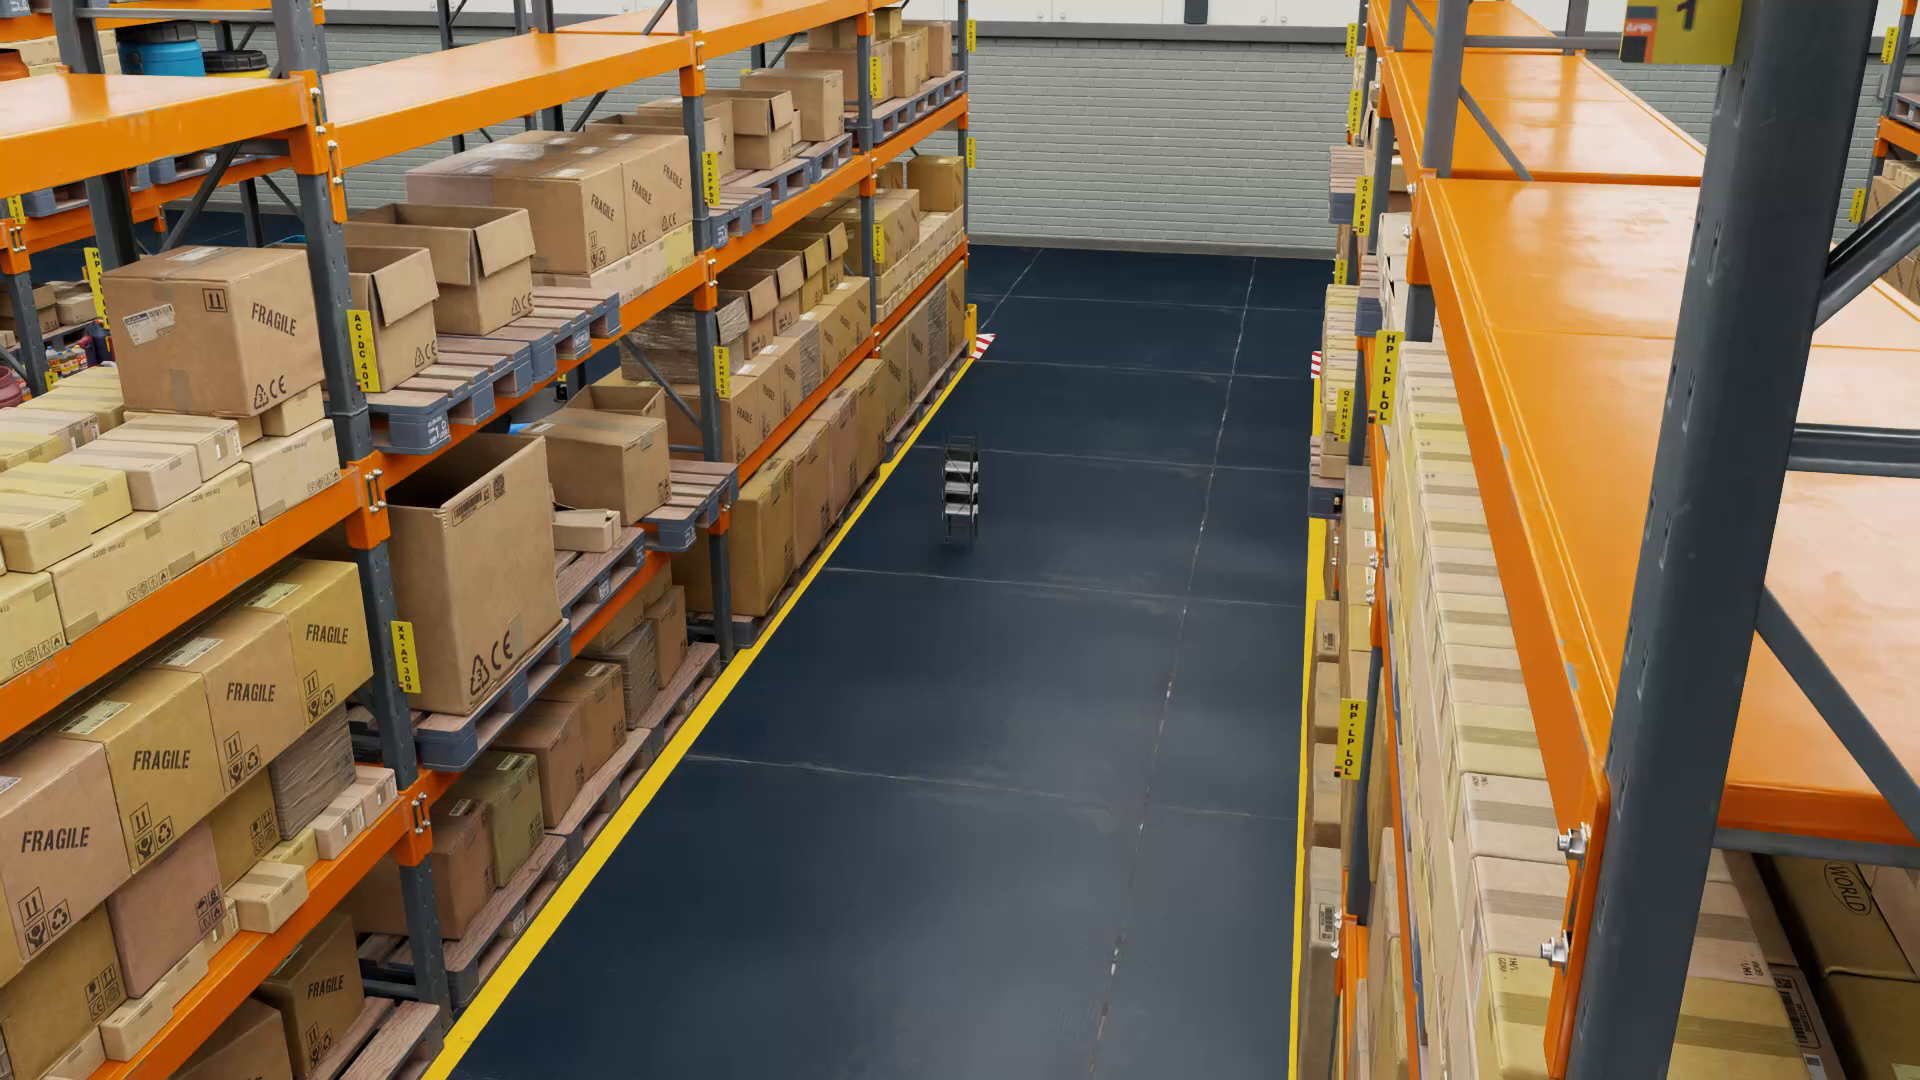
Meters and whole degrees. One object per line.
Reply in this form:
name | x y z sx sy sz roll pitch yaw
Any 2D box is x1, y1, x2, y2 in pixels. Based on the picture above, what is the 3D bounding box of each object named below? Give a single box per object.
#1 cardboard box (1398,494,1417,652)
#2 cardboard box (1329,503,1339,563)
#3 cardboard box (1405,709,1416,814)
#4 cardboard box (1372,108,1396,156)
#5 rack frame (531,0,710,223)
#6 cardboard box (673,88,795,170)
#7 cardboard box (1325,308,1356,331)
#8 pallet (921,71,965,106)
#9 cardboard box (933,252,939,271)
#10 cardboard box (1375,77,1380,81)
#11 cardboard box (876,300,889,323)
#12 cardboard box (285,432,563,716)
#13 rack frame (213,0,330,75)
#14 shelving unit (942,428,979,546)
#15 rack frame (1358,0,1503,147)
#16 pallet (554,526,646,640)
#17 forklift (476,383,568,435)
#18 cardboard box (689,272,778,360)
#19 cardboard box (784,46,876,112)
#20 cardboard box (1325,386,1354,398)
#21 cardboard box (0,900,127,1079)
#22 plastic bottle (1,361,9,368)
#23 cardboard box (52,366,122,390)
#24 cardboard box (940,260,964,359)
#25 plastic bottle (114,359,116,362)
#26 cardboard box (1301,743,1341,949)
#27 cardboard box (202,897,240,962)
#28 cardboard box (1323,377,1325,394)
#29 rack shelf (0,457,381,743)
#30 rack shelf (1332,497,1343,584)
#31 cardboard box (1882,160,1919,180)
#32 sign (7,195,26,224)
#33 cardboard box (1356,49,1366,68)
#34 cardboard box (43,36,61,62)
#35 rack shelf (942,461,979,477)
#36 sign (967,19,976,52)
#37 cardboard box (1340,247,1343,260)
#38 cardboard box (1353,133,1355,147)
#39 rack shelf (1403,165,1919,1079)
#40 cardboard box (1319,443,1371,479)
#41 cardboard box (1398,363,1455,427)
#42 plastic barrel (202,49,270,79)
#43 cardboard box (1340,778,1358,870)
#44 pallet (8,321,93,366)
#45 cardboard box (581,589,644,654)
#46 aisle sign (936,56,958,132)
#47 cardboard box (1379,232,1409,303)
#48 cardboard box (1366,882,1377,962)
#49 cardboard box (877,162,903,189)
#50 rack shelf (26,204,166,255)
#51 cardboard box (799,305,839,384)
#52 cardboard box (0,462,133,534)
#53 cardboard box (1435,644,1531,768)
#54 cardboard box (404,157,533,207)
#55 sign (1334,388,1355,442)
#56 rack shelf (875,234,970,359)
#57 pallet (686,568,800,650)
cardboard box | 1.393 0.097 4.220 0.500 0.250 0.500 4 22 10
cardboard box | 2.762 -0.031 11.225 0.500 0.250 0.500 5 22 12
cardboard box | 1.202 0.513 3.721 0.380 0.149 0.250 5 22 12
cardboard box | 2.857 -2.624 10.712 0.396 0.266 0.258 4 22 11
rack frame | -2.048 -3.390 9.755 1.000 3.000 0.127 4 22 11
cardboard box | -1.652 -2.990 12.077 0.797 0.503 0.637 4 22 10
cardboard box | 2.913 -1.613 12.351 0.380 0.149 0.250 4 22 10
pallet | -0.557 -4.611 16.921 1.003 0.211 1.213 4 22 11
cardboard box | -0.426 -2.792 16.638 0.380 0.149 0.250 5 22 11
cardboard box | 3.443 -3.626 13.355 0.380 0.149 0.250 5 22 12
cardboard box | -0.846 -2.036 14.761 0.380 0.149 0.250 5 22 11
cardboard box | -2.565 0.103 7.748 1.000 1.000 1.000 5 22 11
rack frame | -6.081 -5.230 14.325 1.000 3.000 0.127 4 22 11
shelving unit | 0.002 -0.420 13.223 0.258 0.900 0.210 4 22 11
rack frame | 3.603 -4.438 12.357 1.000 3.000 0.127 4 22 11
pallet | -2.412 0.209 9.106 1.003 0.211 1.213 4 22 11
forklift | -4.235 -1.360 12.839 3.031 2.935 1.130 -5 22 -11
cardboard box | -1.748 -1.623 11.922 0.797 0.503 0.637 5 22 12
cardboard box | -1.131 -4.040 14.554 0.700 0.500 0.500 3 22 8
cardboard box | 2.491 -0.852 10.462 0.380 0.149 0.250 4 22 10
cardboard box | -3.299 1.382 5.406 0.875 0.500 0.500 4 22 11
plastic bottle | -7.185 -1.195 12.493 0.061 0.283 0.133 4 22 11
cardboard box | -3.233 -0.555 6.400 0.380 0.149 0.250 4 22 9
cardboard box | -0.468 -2.502 17.863 0.875 0.875 0.875 4 22 11
plastic bottle | -6.407 -1.273 12.701 0.097 0.271 0.097 0 22 0
cardboard box | 2.210 1.533 8.011 1.050 0.750 0.750 4 22 11
cardboard box | -2.913 1.432 6.148 0.380 0.149 0.250 4 22 11
cardboard box | 2.650 -1.000 11.228 0.380 0.149 0.250 4 22 11
rack shelf | -3.273 0.530 5.001 1.077 0.370 4.000 4 22 11
rack shelf | 3.195 -0.590 11.796 1.077 0.370 4.000 4 22 11
cardboard box | 8.942 -3.480 15.668 0.380 0.149 0.250 5 22 12
sign | -6.357 -2.288 11.175 0.100 0.325 0.005 4 22 11
cardboard box | 3.883 -4.481 15.477 0.380 0.149 0.250 5 22 12
cardboard box | -10.070 -5.453 18.424 0.500 0.250 0.500 4 22 11
rack shelf | 0.002 -0.556 13.168 0.258 0.077 0.200 4 22 11
sign | 0.112 -5.252 17.314 0.100 0.325 0.005 4 22 11
cardboard box | 3.532 -2.227 14.367 0.500 0.500 0.500 4 22 9
cardboard box | 3.552 -3.358 13.893 0.500 0.250 0.500 4 22 11
rack shelf | 1.562 -0.261 3.485 1.077 0.370 4.000 4 22 11
cardboard box | 2.437 -0.486 10.349 0.380 0.149 0.250 5 22 12
cardboard box | 1.512 -0.414 4.955 0.380 0.149 0.250 4 22 10
plastic barrel | -6.068 -3.772 13.904 0.600 0.588 0.600 0 22 0
cardboard box | 1.815 1.013 6.719 0.500 0.500 0.500 4 22 11
pallet | -10.541 -2.231 18.642 1.003 0.211 1.213 4 22 11
cardboard box | -2.254 0.443 10.023 0.500 0.250 0.500 7 23 17
aisle sign | -0.108 -4.742 17.663 0.394 0.787 0.004 4 22 11
cardboard box | 2.321 -1.324 8.145 0.500 0.250 0.500 5 22 12
cardboard box | 1.907 1.337 5.848 0.875 0.550 0.550 4 22 11
cardboard box | -0.880 -3.611 17.134 0.500 0.500 0.500 4 22 10
rack shelf | -10.521 -3.224 18.337 1.077 0.370 4.000 4 22 11
cardboard box | -1.268 -1.552 13.089 0.500 0.500 0.500 4 22 10
cardboard box | -2.914 -0.129 5.341 0.380 0.149 0.250 5 23 13
cardboard box | 1.099 0.328 3.112 0.380 0.149 0.250 5 22 11
cardboard box | -2.599 -1.755 8.907 0.500 0.500 0.500 4 22 9
sign | 2.253 -0.730 9.738 0.100 0.325 0.005 4 22 11
rack shelf | -0.824 -2.468 16.459 1.077 0.370 4.000 4 22 11
pallet | -1.814 0.404 12.098 1.003 0.211 1.213 4 22 11
